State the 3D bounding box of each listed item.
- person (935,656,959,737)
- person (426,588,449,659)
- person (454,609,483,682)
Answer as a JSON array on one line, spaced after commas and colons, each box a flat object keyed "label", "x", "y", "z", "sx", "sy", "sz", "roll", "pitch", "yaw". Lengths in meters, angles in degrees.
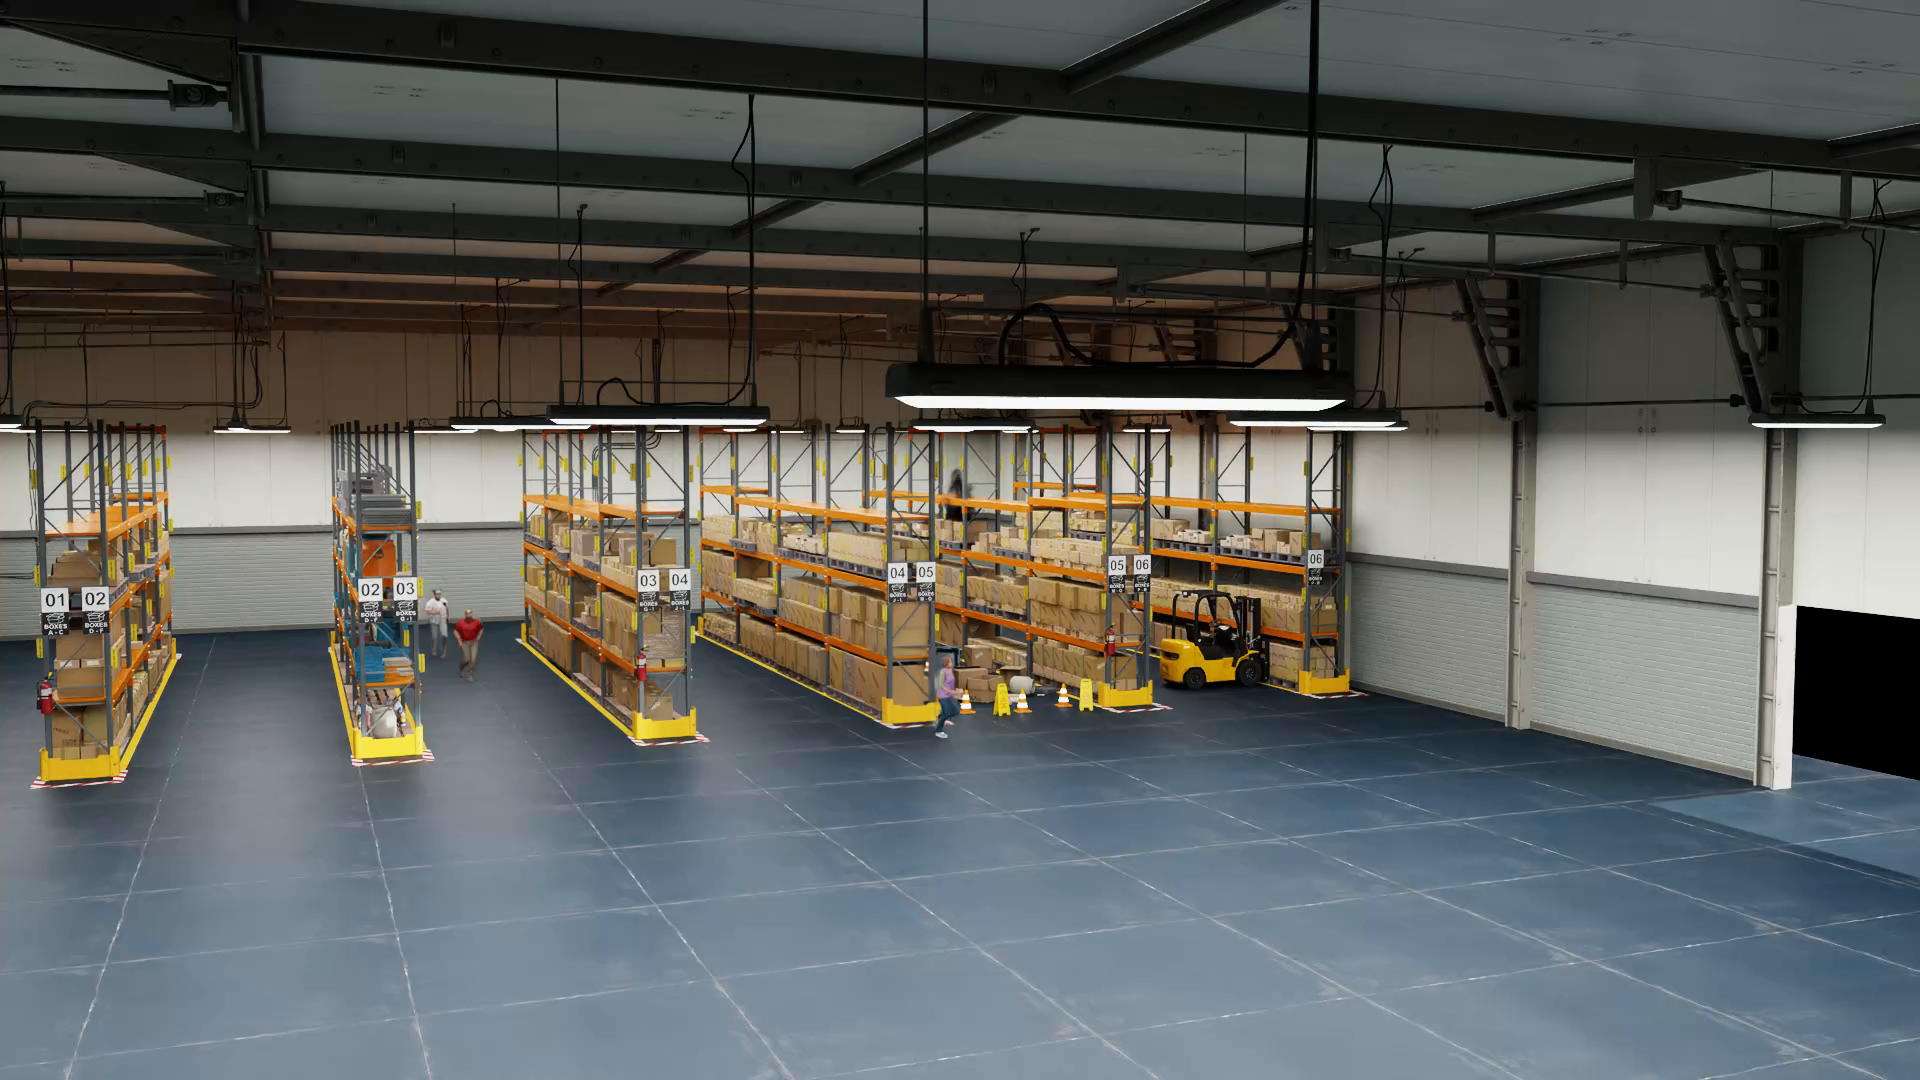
[{"label": "person", "x": -0.234, "y": 2.979, "z": 31.562, "sx": 0.573, "sy": 1.555, "sz": 0.511, "roll": 2, "pitch": 4, "yaw": 29}, {"label": "person", "x": -13.494, "y": 2.161, "z": 42.981, "sx": 0.630, "sy": 1.845, "sz": 0.872, "roll": -2, "pitch": 4, "yaw": -29}, {"label": "person", "x": -11.473, "y": 2.456, "z": 38.892, "sx": 0.637, "sy": 1.699, "sz": 0.636, "roll": -2, "pitch": 4, "yaw": -27}]
